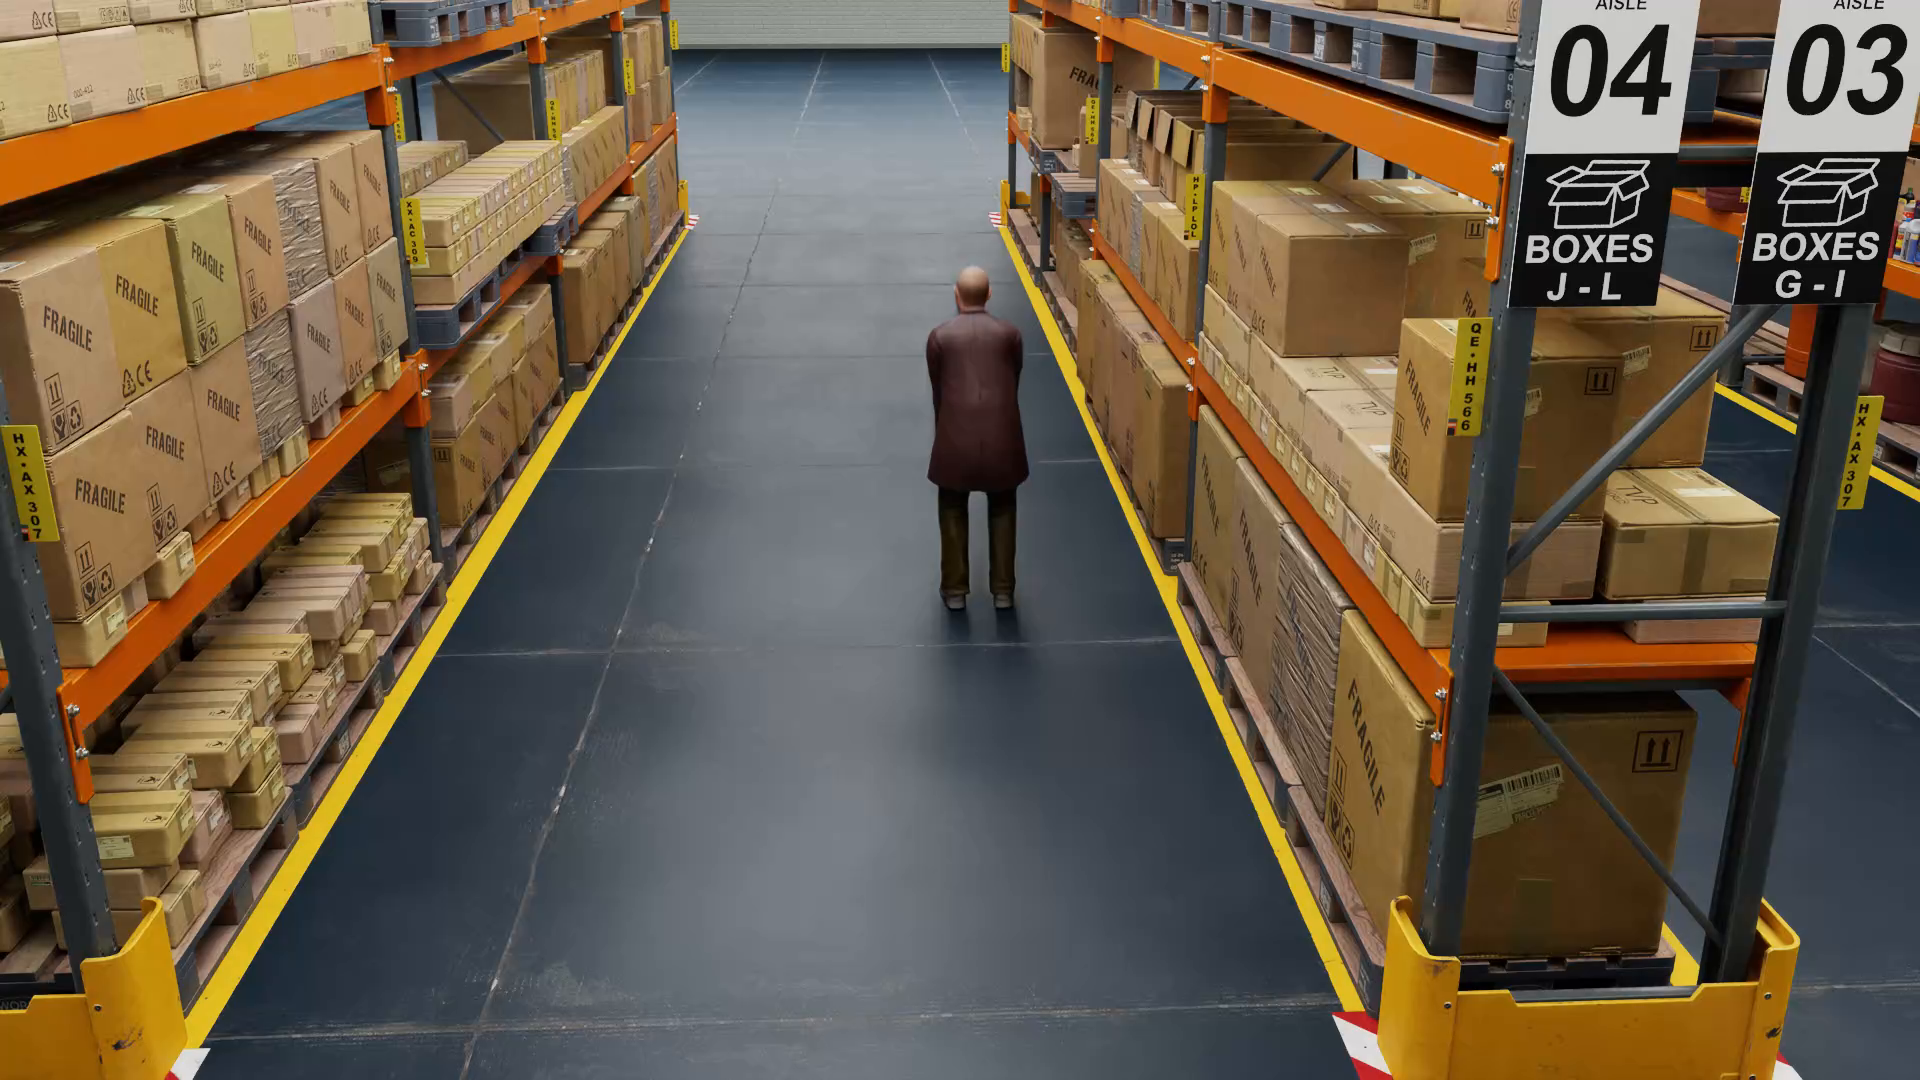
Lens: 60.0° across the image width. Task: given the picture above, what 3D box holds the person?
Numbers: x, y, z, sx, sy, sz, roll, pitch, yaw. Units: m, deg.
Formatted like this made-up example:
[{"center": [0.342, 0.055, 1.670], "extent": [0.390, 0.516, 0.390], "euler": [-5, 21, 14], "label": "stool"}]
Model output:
[{"center": [0.088, -0.539, 8.608], "extent": [0.531, 1.760, 0.591], "euler": [-1, 20, -4], "label": "person"}]
